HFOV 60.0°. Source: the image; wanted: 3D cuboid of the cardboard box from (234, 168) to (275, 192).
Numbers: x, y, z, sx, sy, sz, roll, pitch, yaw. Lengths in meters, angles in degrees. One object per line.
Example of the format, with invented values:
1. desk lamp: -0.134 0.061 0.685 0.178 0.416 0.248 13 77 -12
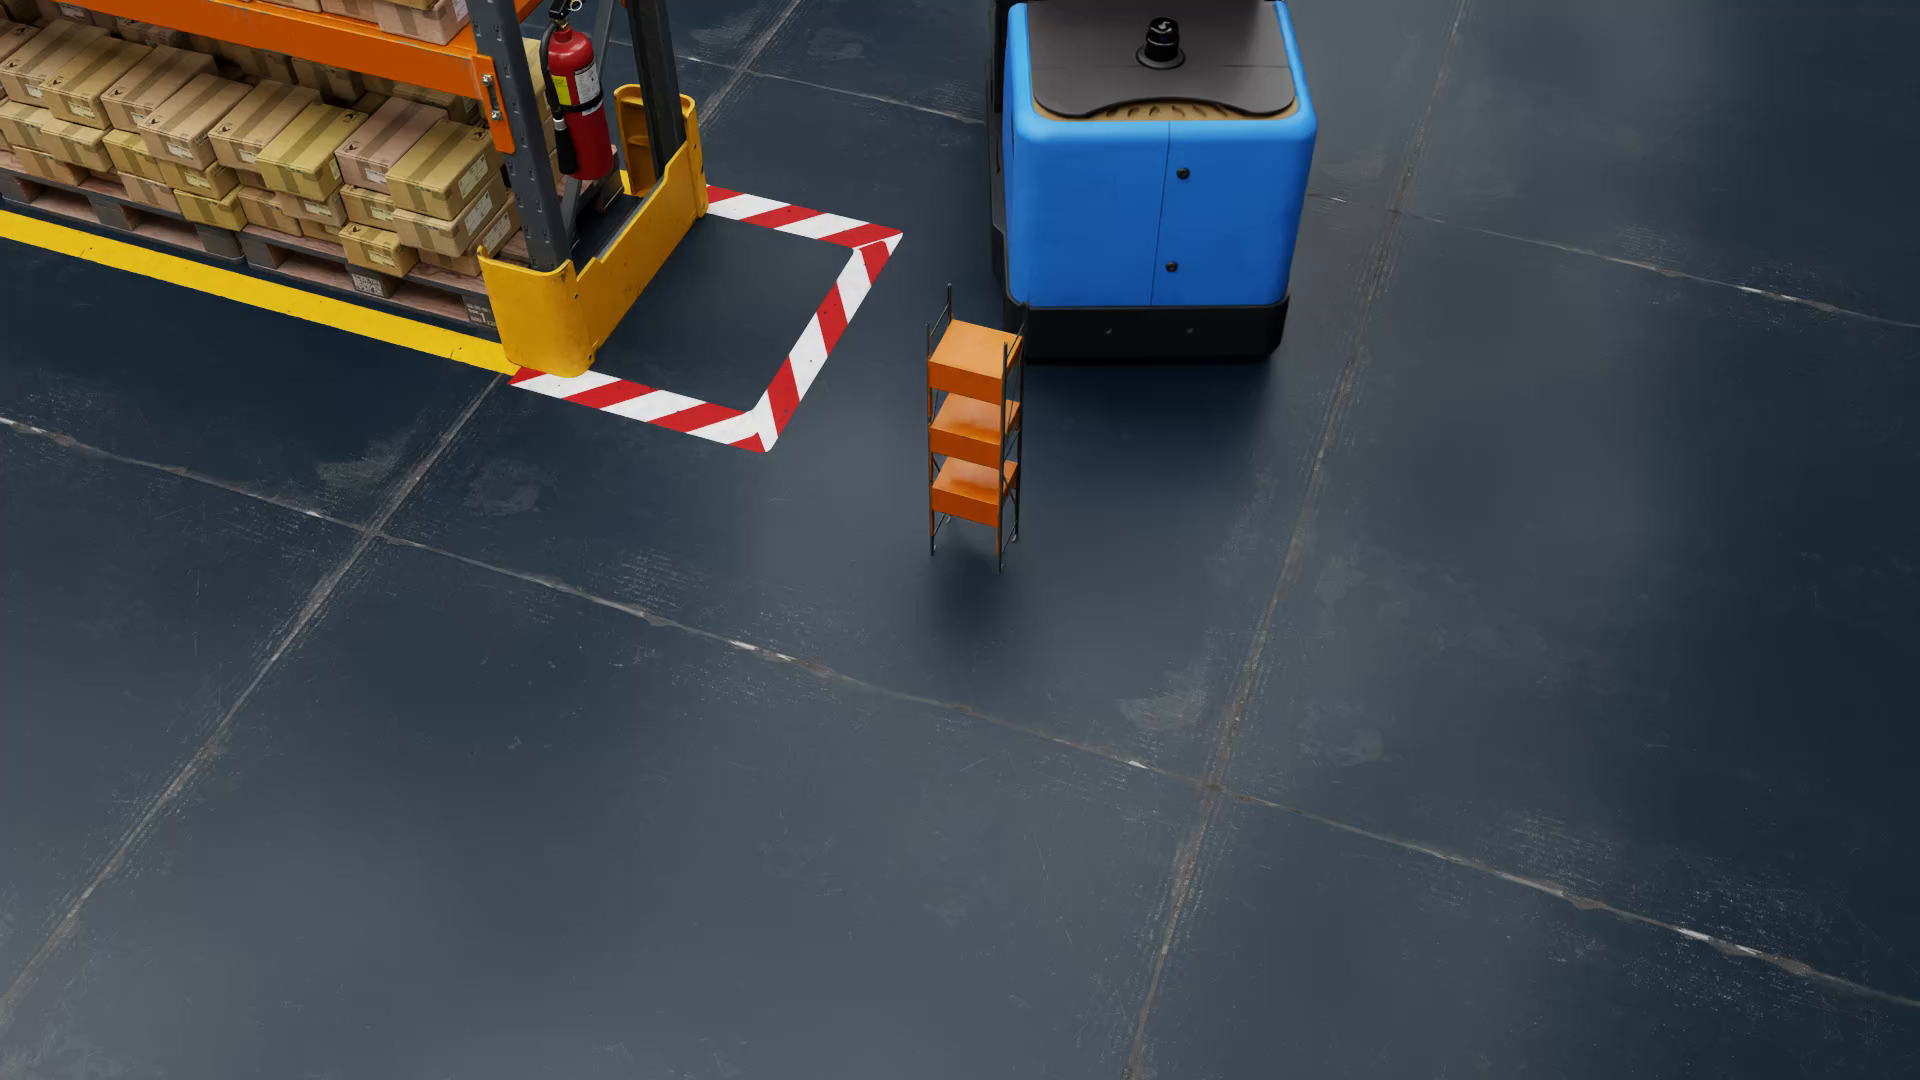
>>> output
1. cardboard box: -2.623 -1.535 6.507 0.250 0.149 0.380 15 51 13

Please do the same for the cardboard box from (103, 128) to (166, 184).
1. cardboard box: -3.131 -1.598 6.562 0.250 0.149 0.380 18 51 15

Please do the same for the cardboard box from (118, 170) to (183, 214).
1. cardboard box: -3.131 -1.503 6.676 0.250 0.149 0.380 17 51 14

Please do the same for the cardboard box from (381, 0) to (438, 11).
1. cardboard box: -1.835 -2.085 5.309 0.500 0.500 0.500 17 51 14

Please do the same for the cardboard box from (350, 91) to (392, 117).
1. cardboard box: -2.225 -1.753 6.696 0.250 0.149 0.380 16 51 14

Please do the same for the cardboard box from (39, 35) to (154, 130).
1. cardboard box: -3.368 -1.801 6.541 0.250 0.149 0.380 16 51 13

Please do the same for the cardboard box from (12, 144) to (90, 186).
1. cardboard box: -3.615 -1.637 6.792 0.250 0.149 0.380 14 51 12

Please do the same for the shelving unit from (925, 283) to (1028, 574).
1. shelving unit: 0.050 -0.330 5.341 0.252 1.050 0.215 16 51 13

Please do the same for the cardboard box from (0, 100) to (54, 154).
1. cardboard box: -3.621 -1.733 6.679 0.250 0.149 0.380 15 51 13

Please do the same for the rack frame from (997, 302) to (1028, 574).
1. rack frame: 0.165 -0.298 5.313 0.008 1.050 0.200 16 51 13

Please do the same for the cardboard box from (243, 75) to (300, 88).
1. cardboard box: -2.709 -1.899 6.823 0.250 0.149 0.380 13 50 11

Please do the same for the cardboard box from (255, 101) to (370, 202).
1. cardboard box: -2.412 -1.461 6.247 0.250 0.149 0.380 15 51 12

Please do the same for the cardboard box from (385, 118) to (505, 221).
1. cardboard box: -1.909 -1.377 6.174 0.250 0.149 0.380 16 51 14

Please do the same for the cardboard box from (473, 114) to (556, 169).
1. cardboard box: -1.727 -1.640 6.598 0.250 0.149 0.380 18 51 15

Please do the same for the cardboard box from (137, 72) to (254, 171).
1. cardboard box: -2.904 -1.605 6.371 0.250 0.149 0.380 17 51 14

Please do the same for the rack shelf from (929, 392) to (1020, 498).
1. rack shelf: 0.050 -0.323 5.349 0.240 0.259 0.215 16 51 13

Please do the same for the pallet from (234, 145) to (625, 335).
1. pallet: -2.146 -1.364 6.792 1.213 0.211 1.003 16 51 13

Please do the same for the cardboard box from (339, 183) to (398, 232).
1. cardboard box: -2.145 -1.363 6.358 0.250 0.149 0.380 15 51 12

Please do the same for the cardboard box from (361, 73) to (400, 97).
1. cardboard box: -2.190 -1.940 6.661 0.250 0.149 0.380 15 51 13

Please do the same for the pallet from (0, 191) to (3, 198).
1. pallet: -4.434 -2.003 7.346 1.213 0.211 1.003 16 51 13

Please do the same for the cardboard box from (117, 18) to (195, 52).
1. cardboard box: -3.209 -2.125 6.821 0.250 0.149 0.380 16 51 13

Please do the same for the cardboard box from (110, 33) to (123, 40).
1. cardboard box: -3.464 -2.119 7.013 0.250 0.149 0.380 13 50 11

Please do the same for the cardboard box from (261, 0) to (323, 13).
1. cardboard box: -2.189 -1.969 5.638 0.250 0.149 0.380 15 51 13

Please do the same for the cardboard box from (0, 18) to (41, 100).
1. cardboard box: -3.870 -1.906 6.632 0.250 0.149 0.380 17 51 14

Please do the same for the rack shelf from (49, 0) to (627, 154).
1. rack shelf: -3.201 -2.308 6.241 4.000 0.370 1.077 16 51 13

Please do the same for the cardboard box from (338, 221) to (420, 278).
1. cardboard box: -2.167 -1.209 6.421 0.250 0.149 0.380 17 51 14

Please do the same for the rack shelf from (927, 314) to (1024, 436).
1. rack shelf: 0.050 -0.509 5.135 0.240 0.259 0.215 16 51 13

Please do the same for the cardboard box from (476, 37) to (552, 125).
1. cardboard box: -1.698 -1.796 6.537 0.250 0.149 0.380 14 50 11

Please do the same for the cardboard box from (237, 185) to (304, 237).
1. cardboard box: -2.621 -1.394 6.582 0.250 0.149 0.380 16 51 13

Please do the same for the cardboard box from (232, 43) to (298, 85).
1. cardboard box: -2.709 -2.025 6.735 0.250 0.149 0.380 17 51 15

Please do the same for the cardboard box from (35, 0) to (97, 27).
1. cardboard box: -3.661 -2.329 6.999 0.250 0.149 0.380 13 50 11

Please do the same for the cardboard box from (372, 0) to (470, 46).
1. cardboard box: -1.728 -1.822 5.511 0.250 0.149 0.380 16 51 13

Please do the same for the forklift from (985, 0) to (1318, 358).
1. forklift: 0.677 -2.746 6.190 1.130 2.935 3.031 -1 49 0

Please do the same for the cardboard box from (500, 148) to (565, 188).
1. cardboard box: -1.705 -1.587 6.749 0.250 0.149 0.380 17 51 14

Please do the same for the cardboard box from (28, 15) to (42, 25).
1. cardboard box: -3.954 -2.256 7.132 0.250 0.149 0.380 16 51 13
